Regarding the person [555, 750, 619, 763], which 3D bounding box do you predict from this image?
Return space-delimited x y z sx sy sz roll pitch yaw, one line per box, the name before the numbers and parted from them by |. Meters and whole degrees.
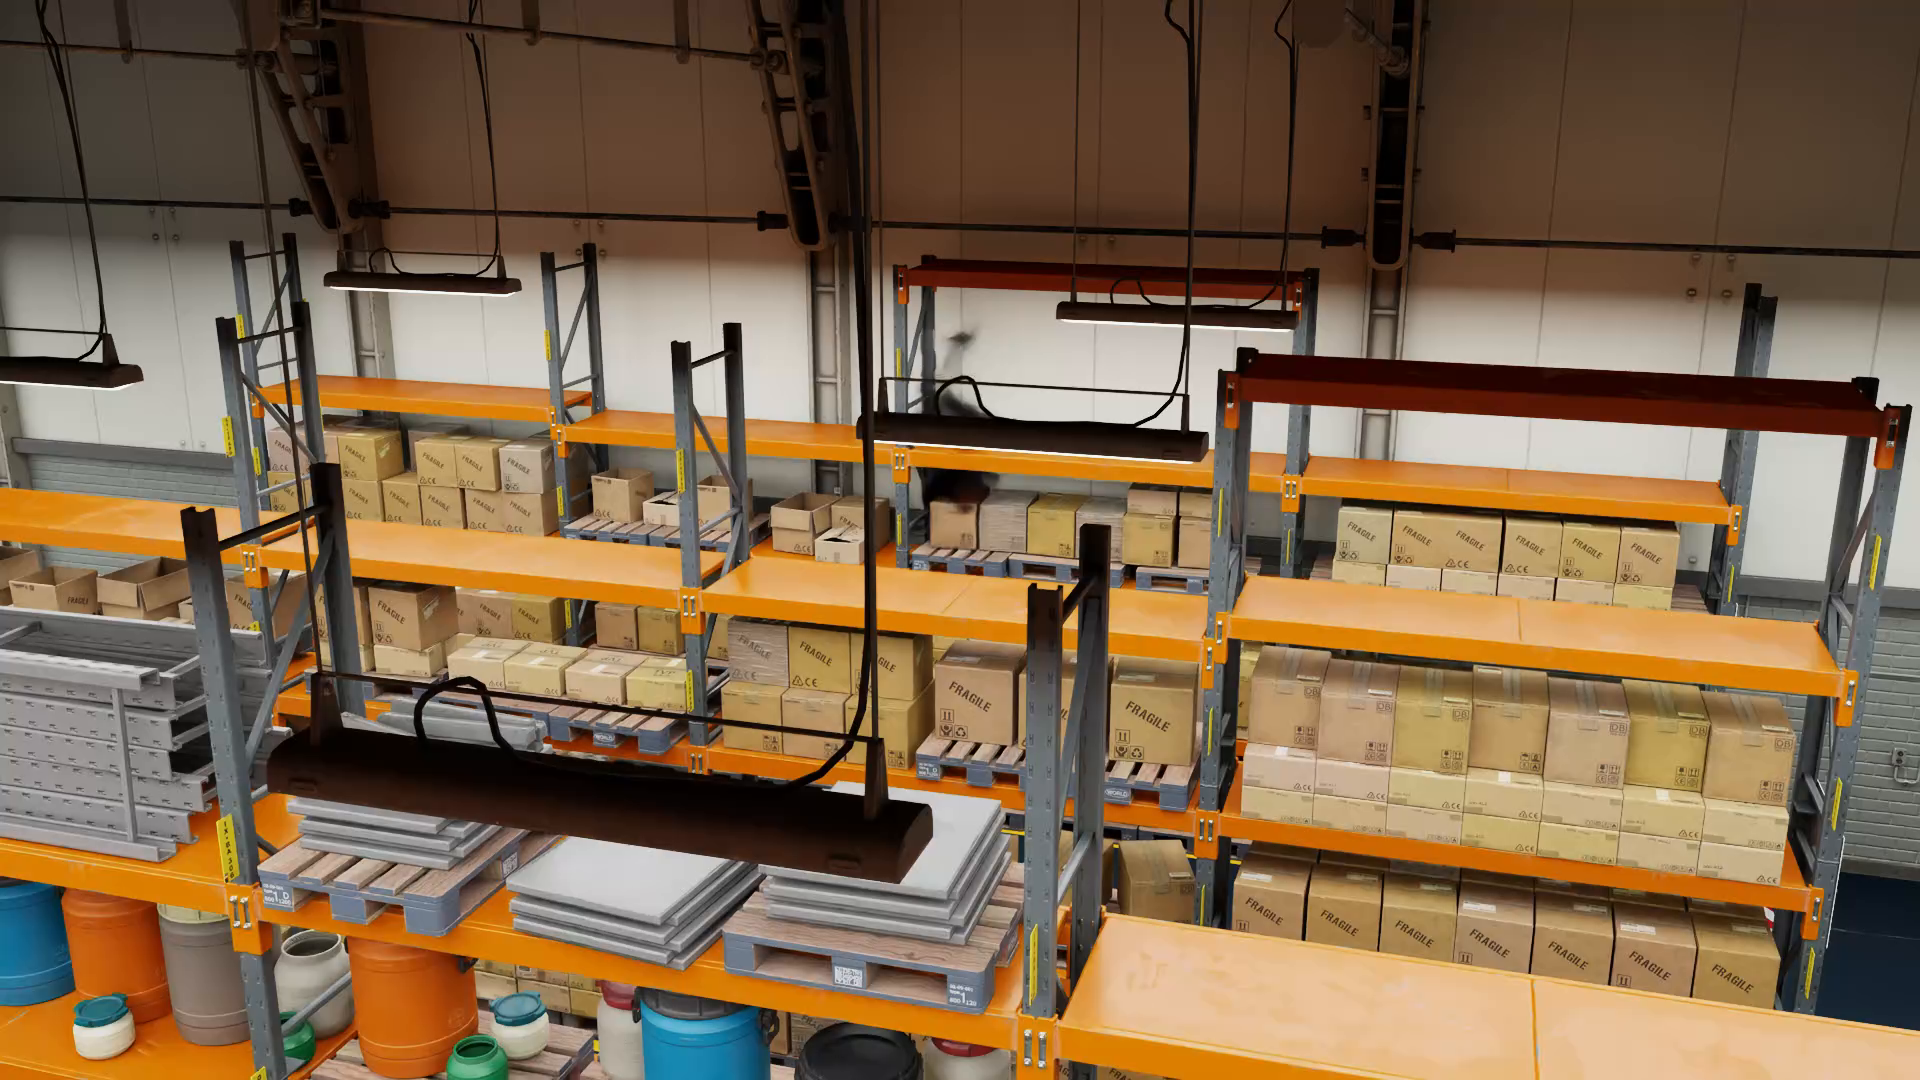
person | -3.633 2.427 16.282 0.835 1.695 0.594 4 17 15
